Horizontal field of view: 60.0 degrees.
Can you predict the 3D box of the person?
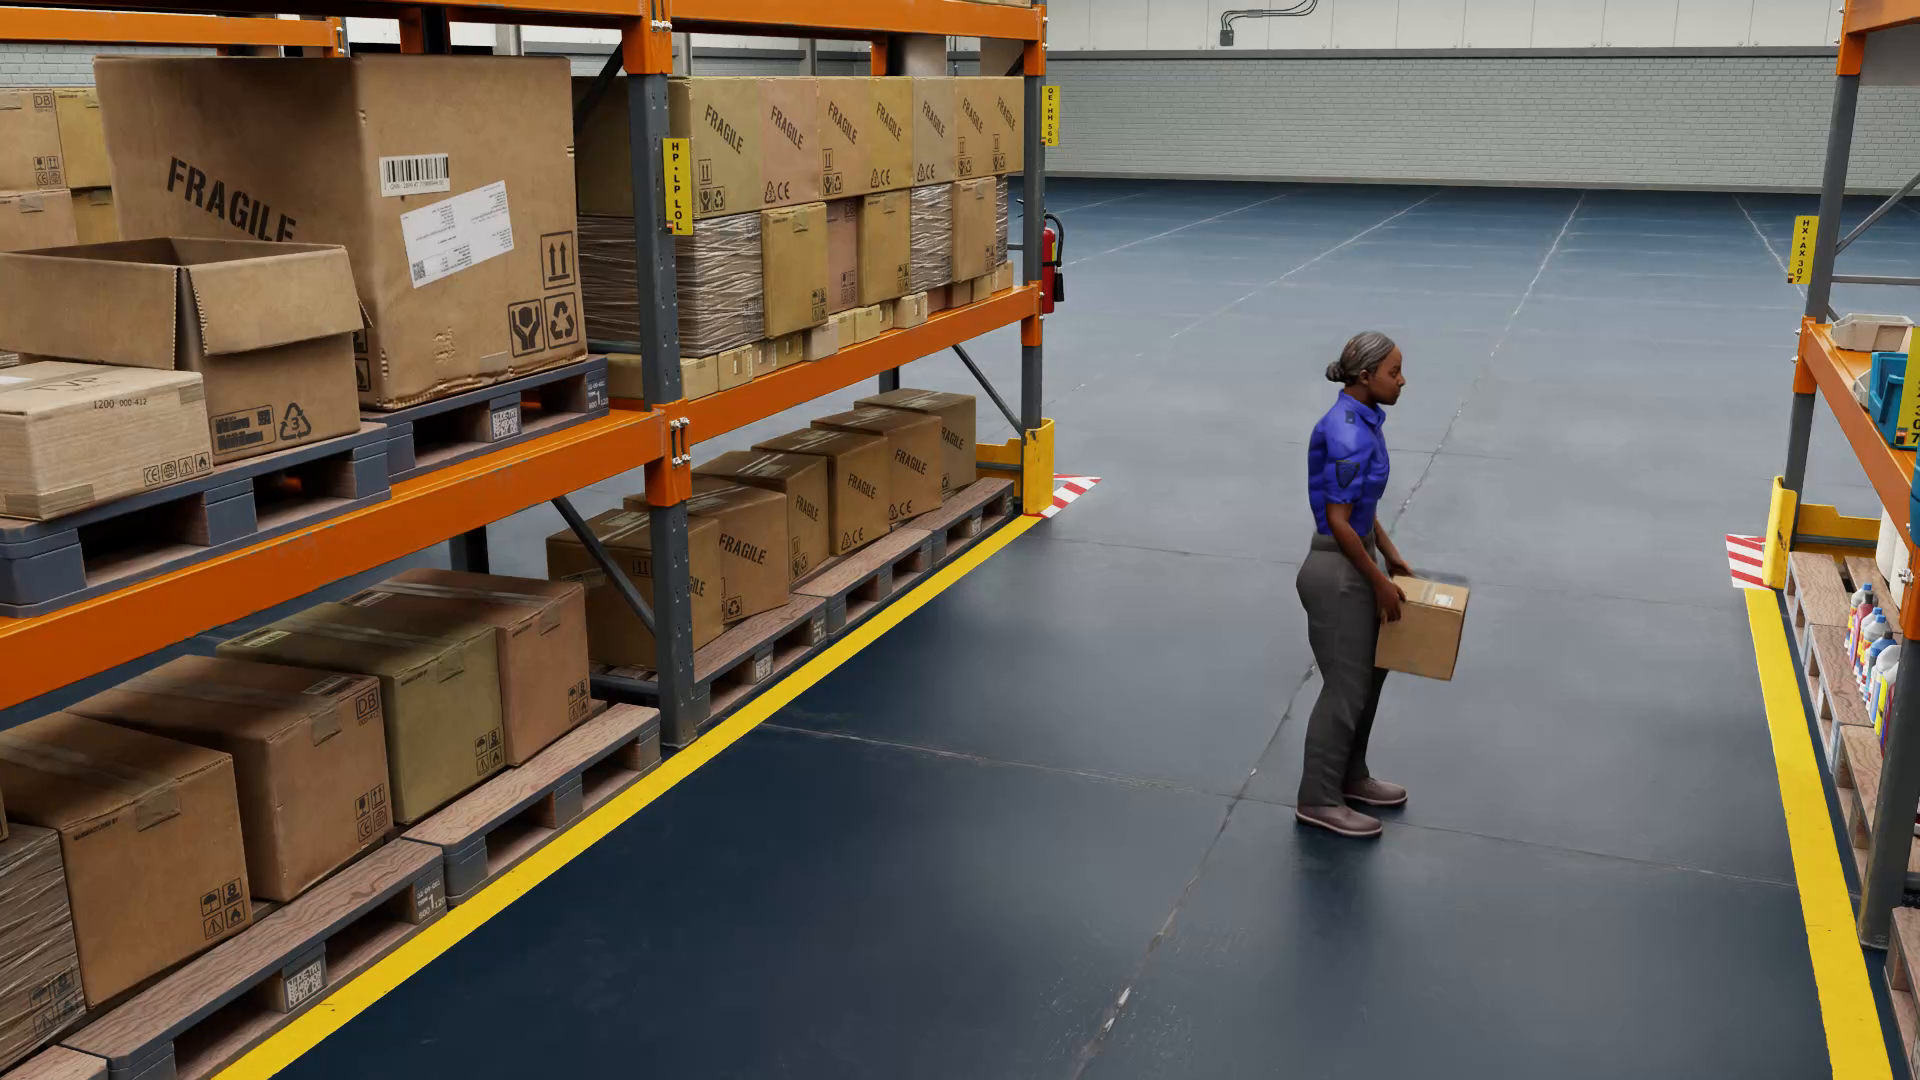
[{"bbox_3d":[1.336,0.130,5.553,0.398,1.662,0.486,6,17,20],"label":"person"}]
